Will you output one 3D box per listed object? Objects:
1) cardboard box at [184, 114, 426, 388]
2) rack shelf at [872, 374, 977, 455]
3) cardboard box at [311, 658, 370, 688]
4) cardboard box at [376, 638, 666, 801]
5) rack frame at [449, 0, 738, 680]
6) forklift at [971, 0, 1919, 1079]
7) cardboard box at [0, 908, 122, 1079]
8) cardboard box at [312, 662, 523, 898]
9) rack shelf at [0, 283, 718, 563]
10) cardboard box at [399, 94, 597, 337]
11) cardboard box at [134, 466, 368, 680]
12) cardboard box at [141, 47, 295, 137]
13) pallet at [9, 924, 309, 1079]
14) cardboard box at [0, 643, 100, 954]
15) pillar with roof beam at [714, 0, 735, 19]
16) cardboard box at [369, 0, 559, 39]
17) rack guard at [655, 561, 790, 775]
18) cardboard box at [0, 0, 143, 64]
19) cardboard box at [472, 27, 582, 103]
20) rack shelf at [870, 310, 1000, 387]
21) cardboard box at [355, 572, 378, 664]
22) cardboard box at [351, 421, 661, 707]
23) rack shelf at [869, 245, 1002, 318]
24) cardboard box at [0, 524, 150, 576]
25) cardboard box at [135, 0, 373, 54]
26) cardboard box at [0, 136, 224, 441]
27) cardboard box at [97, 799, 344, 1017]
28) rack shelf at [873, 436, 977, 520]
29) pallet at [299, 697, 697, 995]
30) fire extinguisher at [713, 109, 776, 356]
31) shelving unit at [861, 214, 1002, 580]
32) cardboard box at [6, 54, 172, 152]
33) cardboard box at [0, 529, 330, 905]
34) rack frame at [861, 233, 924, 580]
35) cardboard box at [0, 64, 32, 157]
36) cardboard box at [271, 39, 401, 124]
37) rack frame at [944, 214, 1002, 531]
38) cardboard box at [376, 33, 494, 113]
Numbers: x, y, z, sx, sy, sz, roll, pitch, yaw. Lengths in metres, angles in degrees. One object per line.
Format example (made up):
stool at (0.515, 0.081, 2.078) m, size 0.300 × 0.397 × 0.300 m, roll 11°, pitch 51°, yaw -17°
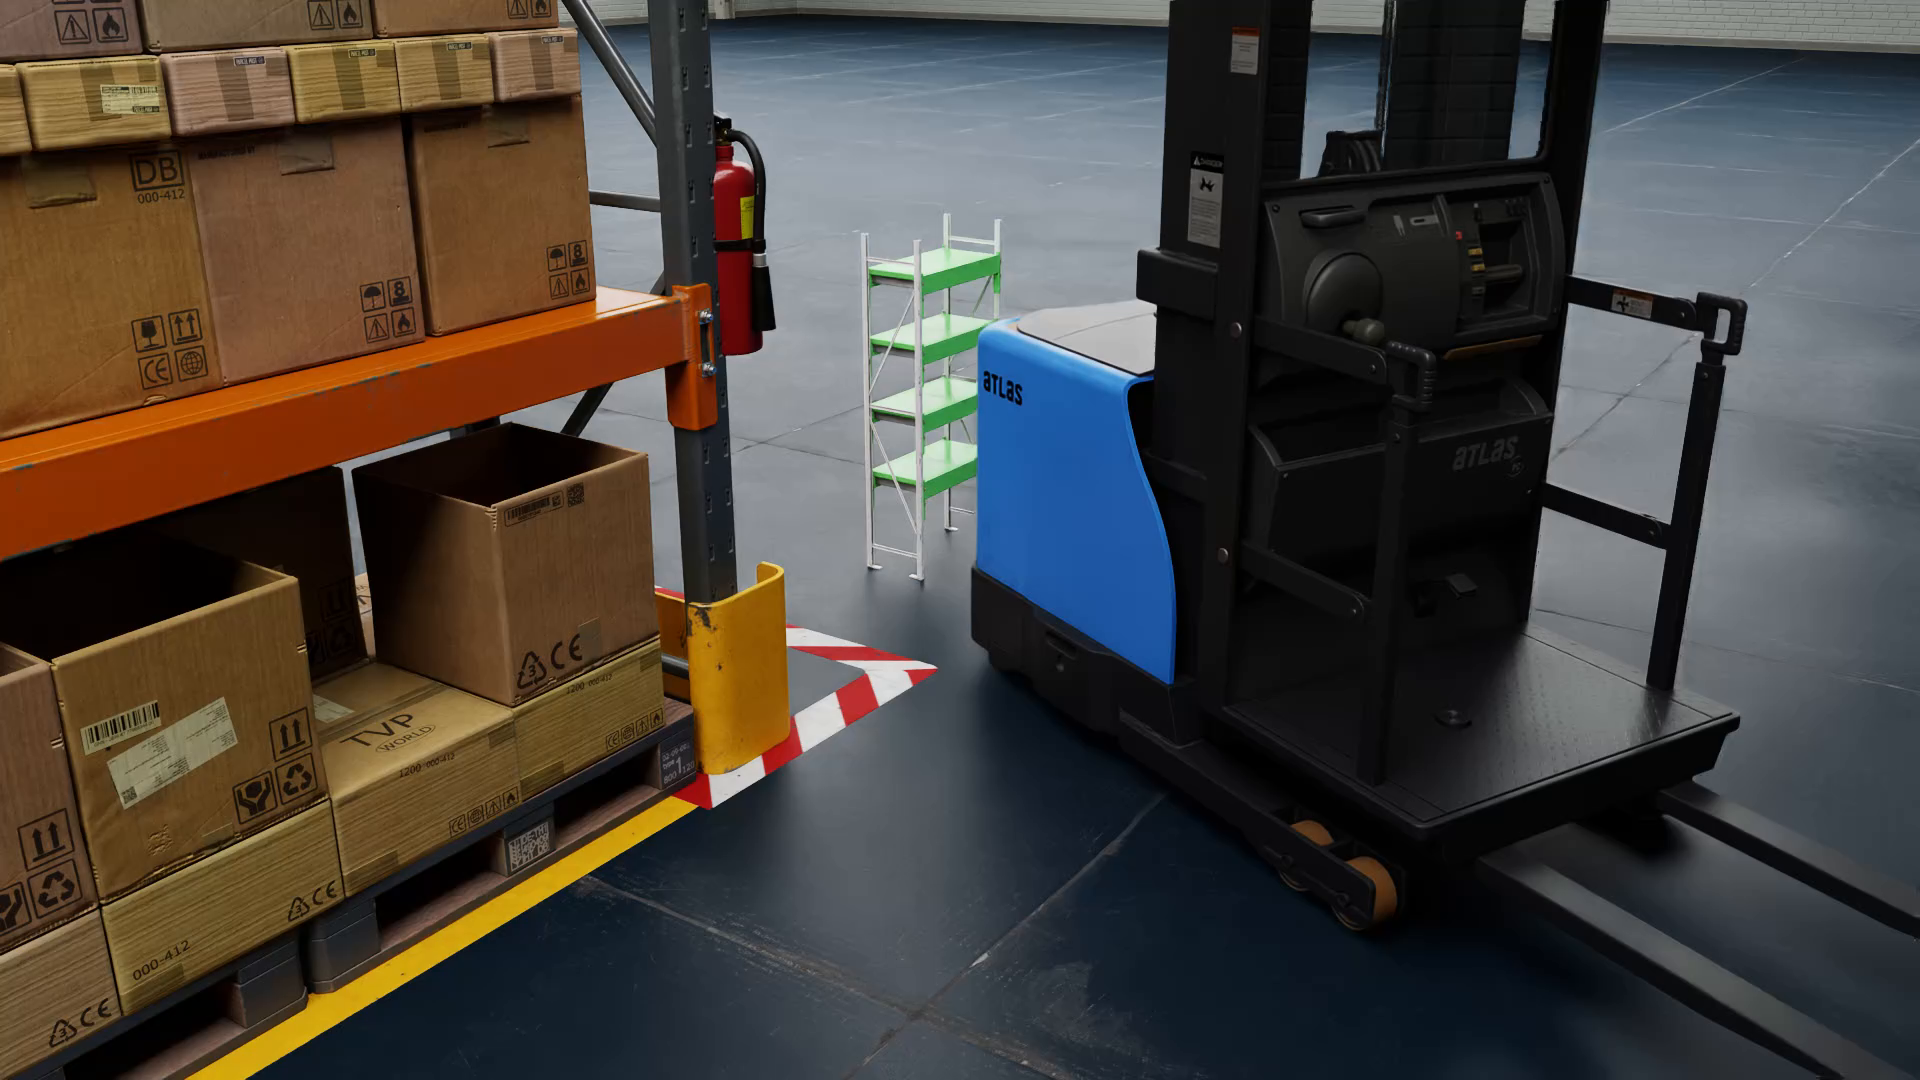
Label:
cardboard box at (-1.618, -0.678, 3.629) m, size 0.700 × 0.500 × 0.500 m, roll 14°, pitch 24°, yaw 33°
rack shelf at (-0.093, -0.455, 5.951) m, size 0.258 × 0.148 × 0.480 m, roll 13°, pitch 24°, yaw 32°
cardboard box at (-1.818, 0.434, 4.127) m, size 0.500 × 0.250 × 0.500 m, roll 13°, pitch 24°, yaw 32°
cardboard box at (-1.111, 0.390, 4.244) m, size 0.500 × 0.250 × 0.500 m, roll 13°, pitch 24°, yaw 32°
rack frame at (-1.054, -0.914, 4.411) m, size 1.000 × 3.000 × 0.127 m, roll 13°, pitch 24°, yaw 32°
forklift at (1.216, -0.658, 3.819) m, size 1.130 × 2.935 × 3.031 m, roll -12°, pitch 23°, yaw -28°
cardboard box at (-1.944, 0.823, 3.074) m, size 0.500 × 0.250 × 0.500 m, roll 13°, pitch 24°, yaw 32°
cardboard box at (-1.382, 0.536, 3.850) m, size 0.500 × 0.250 × 0.500 m, roll 13°, pitch 24°, yaw 32°
rack shelf at (-2.178, -0.002, 2.985) m, size 1.077 × 0.370 × 4.000 m, roll 13°, pitch 24°, yaw 32°
cardboard box at (-1.327, -0.829, 4.039) m, size 0.700 × 0.500 × 0.500 m, roll 13°, pitch 24°, yaw 32°
cardboard box at (-1.819, 0.082, 3.998) m, size 0.500 × 0.500 × 0.500 m, roll 13°, pitch 24°, yaw 32°
cardboard box at (-1.544, -0.897, 3.288) m, size 0.380 × 0.149 × 0.250 m, roll 14°, pitch 24°, yaw 33°
pallet at (-2.136, 0.970, 3.337) m, size 1.003 × 0.211 × 1.213 m, roll 13°, pitch 24°, yaw 32°
cardboard box at (-1.942, 0.472, 2.942) m, size 0.500 × 0.500 × 0.500 m, roll 13°, pitch 24°, yaw 32°
pillar with roof beam at (-2.260, -16.304, 37.371) m, size 9.100 × 9.000 × 0.400 m, roll 13°, pitch 24°, yaw 32°
cardboard box at (-1.357, -1.422, 3.772) m, size 0.700 × 0.500 × 0.500 m, roll 13°, pitch 24°, yaw 32°
rack guard at (-1.041, 0.252, 4.864) m, size 1.175 × 0.500 × 0.348 m, roll 13°, pitch 24°, yaw 32°
cardboard box at (-1.931, -1.126, 2.970) m, size 0.700 × 0.500 × 0.500 m, roll 13°, pitch 24°, yaw 32°
cardboard box at (-1.111, -1.118, 3.885) m, size 0.380 × 0.149 × 0.250 m, roll 13°, pitch 24°, yaw 31°
rack shelf at (-0.093, -0.680, 5.867) m, size 0.258 × 0.148 × 0.480 m, roll 13°, pitch 24°, yaw 32°
cardboard box at (-1.540, 0.289, 4.517) m, size 0.500 × 0.250 × 0.500 m, roll 13°, pitch 24°, yaw 32°
cardboard box at (-1.109, 0.039, 4.113) m, size 0.500 × 0.500 × 0.500 m, roll 13°, pitch 24°, yaw 32°
rack shelf at (-0.093, -0.906, 5.784) m, size 0.258 × 0.148 × 0.480 m, roll 13°, pitch 24°, yaw 32°
cardboard box at (-2.089, 0.228, 3.603) m, size 0.500 × 0.500 × 0.500 m, roll 13°, pitch 24°, yaw 32°
cardboard box at (-1.648, -1.270, 3.362) m, size 0.700 × 0.500 × 0.500 m, roll 13°, pitch 24°, yaw 30°
cardboard box at (-1.902, -0.536, 3.247) m, size 0.700 × 0.500 × 0.500 m, roll 13°, pitch 24°, yaw 32°
cardboard box at (-1.662, 0.680, 3.461) m, size 0.500 × 0.250 × 0.500 m, roll 13°, pitch 24°, yaw 32°
rack shelf at (-0.093, -0.230, 6.034) m, size 0.258 × 0.148 × 0.480 m, roll 13°, pitch 24°, yaw 32°
pallet at (-1.449, 0.622, 4.280) m, size 1.003 × 0.211 × 1.213 m, roll 13°, pitch 24°, yaw 32°
fire extinguisher at (-0.603, -0.821, 4.272) m, size 0.296 × 0.674 × 0.183 m, roll 13°, pitch 24°, yaw 32°
shelving unit at (-0.093, -0.515, 5.928) m, size 0.258 × 1.200 × 0.503 m, roll 13°, pitch 24°, yaw 32°
cardboard box at (-1.691, -0.822, 3.085) m, size 0.380 × 0.149 × 0.250 m, roll 14°, pitch 25°, yaw 33°
cardboard box at (-1.659, 0.329, 3.329) m, size 0.500 × 0.500 × 0.500 m, roll 13°, pitch 24°, yaw 32°
rack frame at (-0.230, -0.445, 5.739) m, size 0.240 × 1.200 × 0.015 m, roll 13°, pitch 24°, yaw 32°
cardboard box at (-1.838, -0.746, 2.879) m, size 0.380 × 0.149 × 0.250 m, roll 14°, pitch 25°, yaw 33°
cardboard box at (-1.401, -0.969, 3.482) m, size 0.380 × 0.149 × 0.250 m, roll 13°, pitch 24°, yaw 31°
rack frame at (0.044, -0.585, 6.118) m, size 0.240 × 1.200 × 0.015 m, roll 13°, pitch 24°, yaw 32°
cardboard box at (-1.257, -1.043, 3.681) m, size 0.380 × 0.149 × 0.250 m, roll 14°, pitch 24°, yaw 33°
